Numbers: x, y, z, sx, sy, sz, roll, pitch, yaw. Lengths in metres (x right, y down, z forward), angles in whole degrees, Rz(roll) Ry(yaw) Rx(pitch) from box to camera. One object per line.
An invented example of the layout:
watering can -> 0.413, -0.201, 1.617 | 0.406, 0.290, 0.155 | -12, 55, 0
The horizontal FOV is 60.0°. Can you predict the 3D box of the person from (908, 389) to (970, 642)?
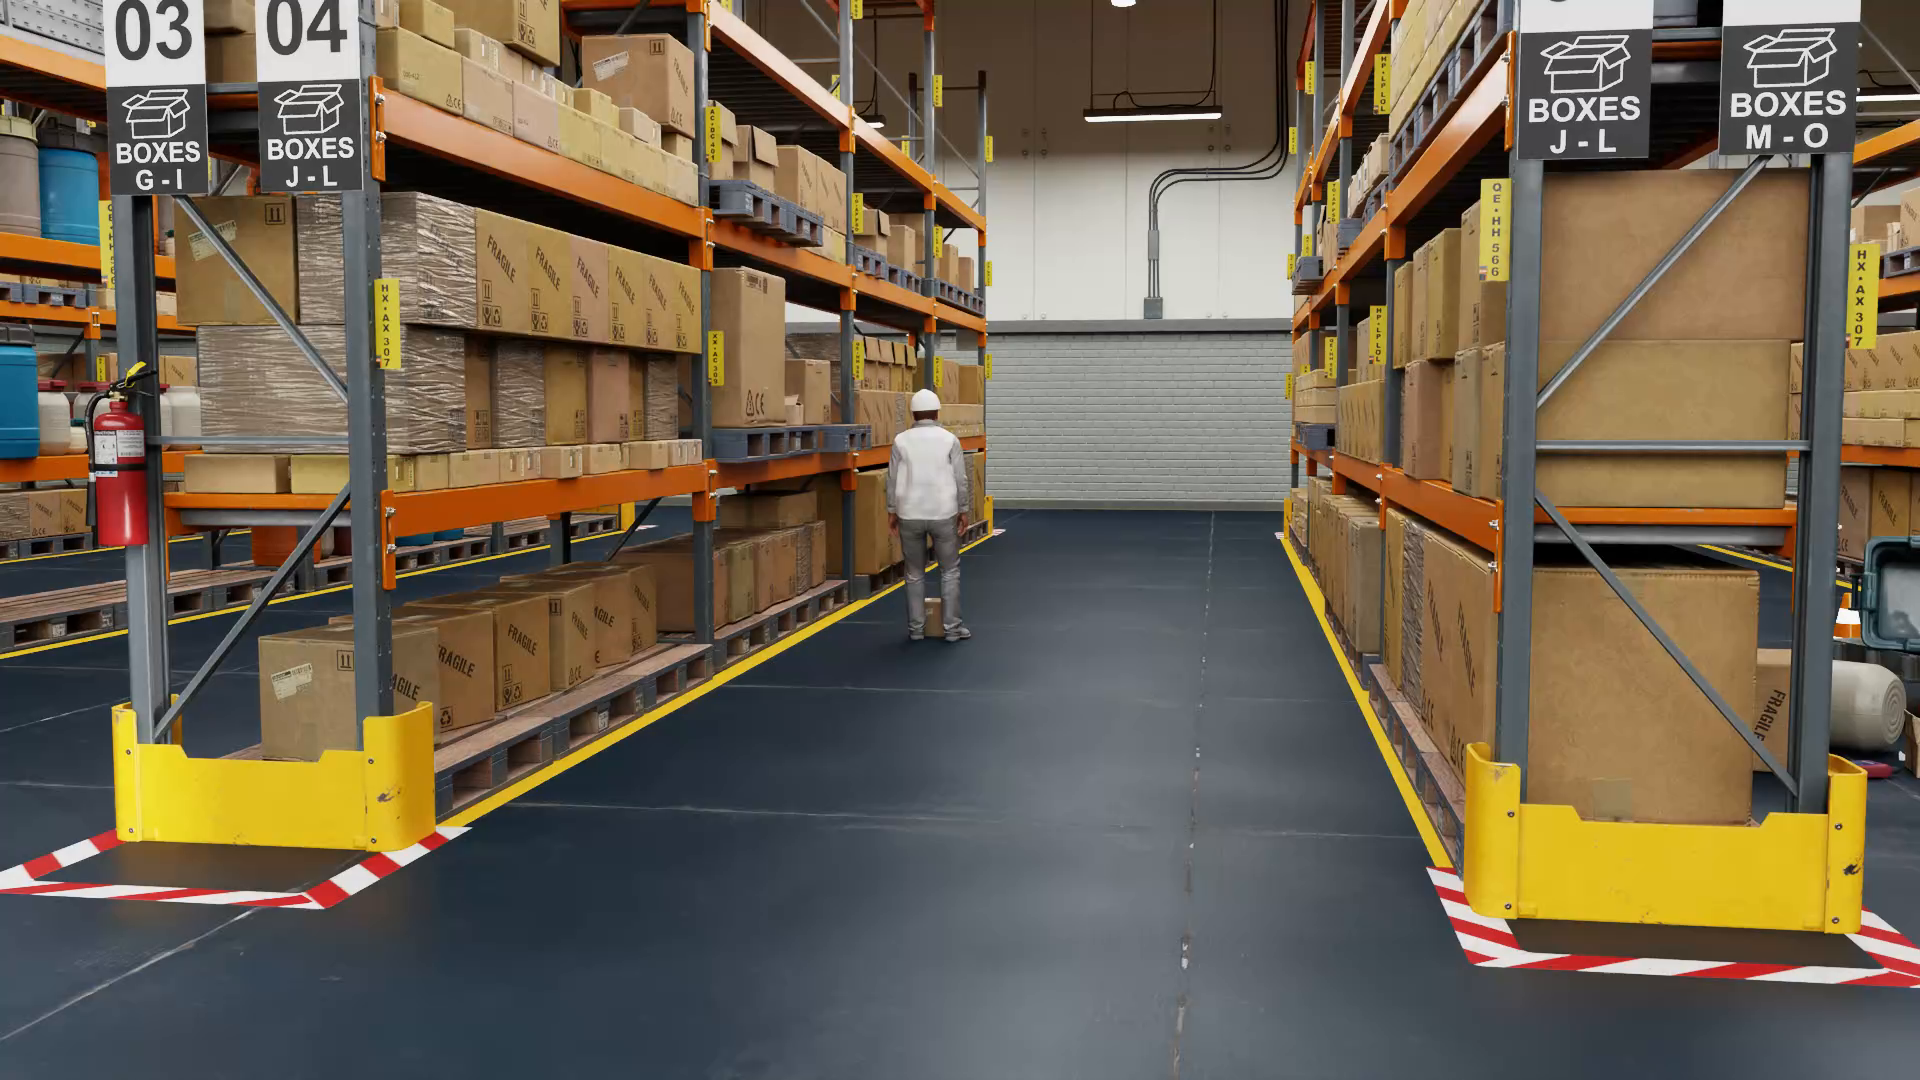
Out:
person -> -3.686, -2.232, 12.133 | 7.581, 5.808, 11.428 | 0, 4, 5
